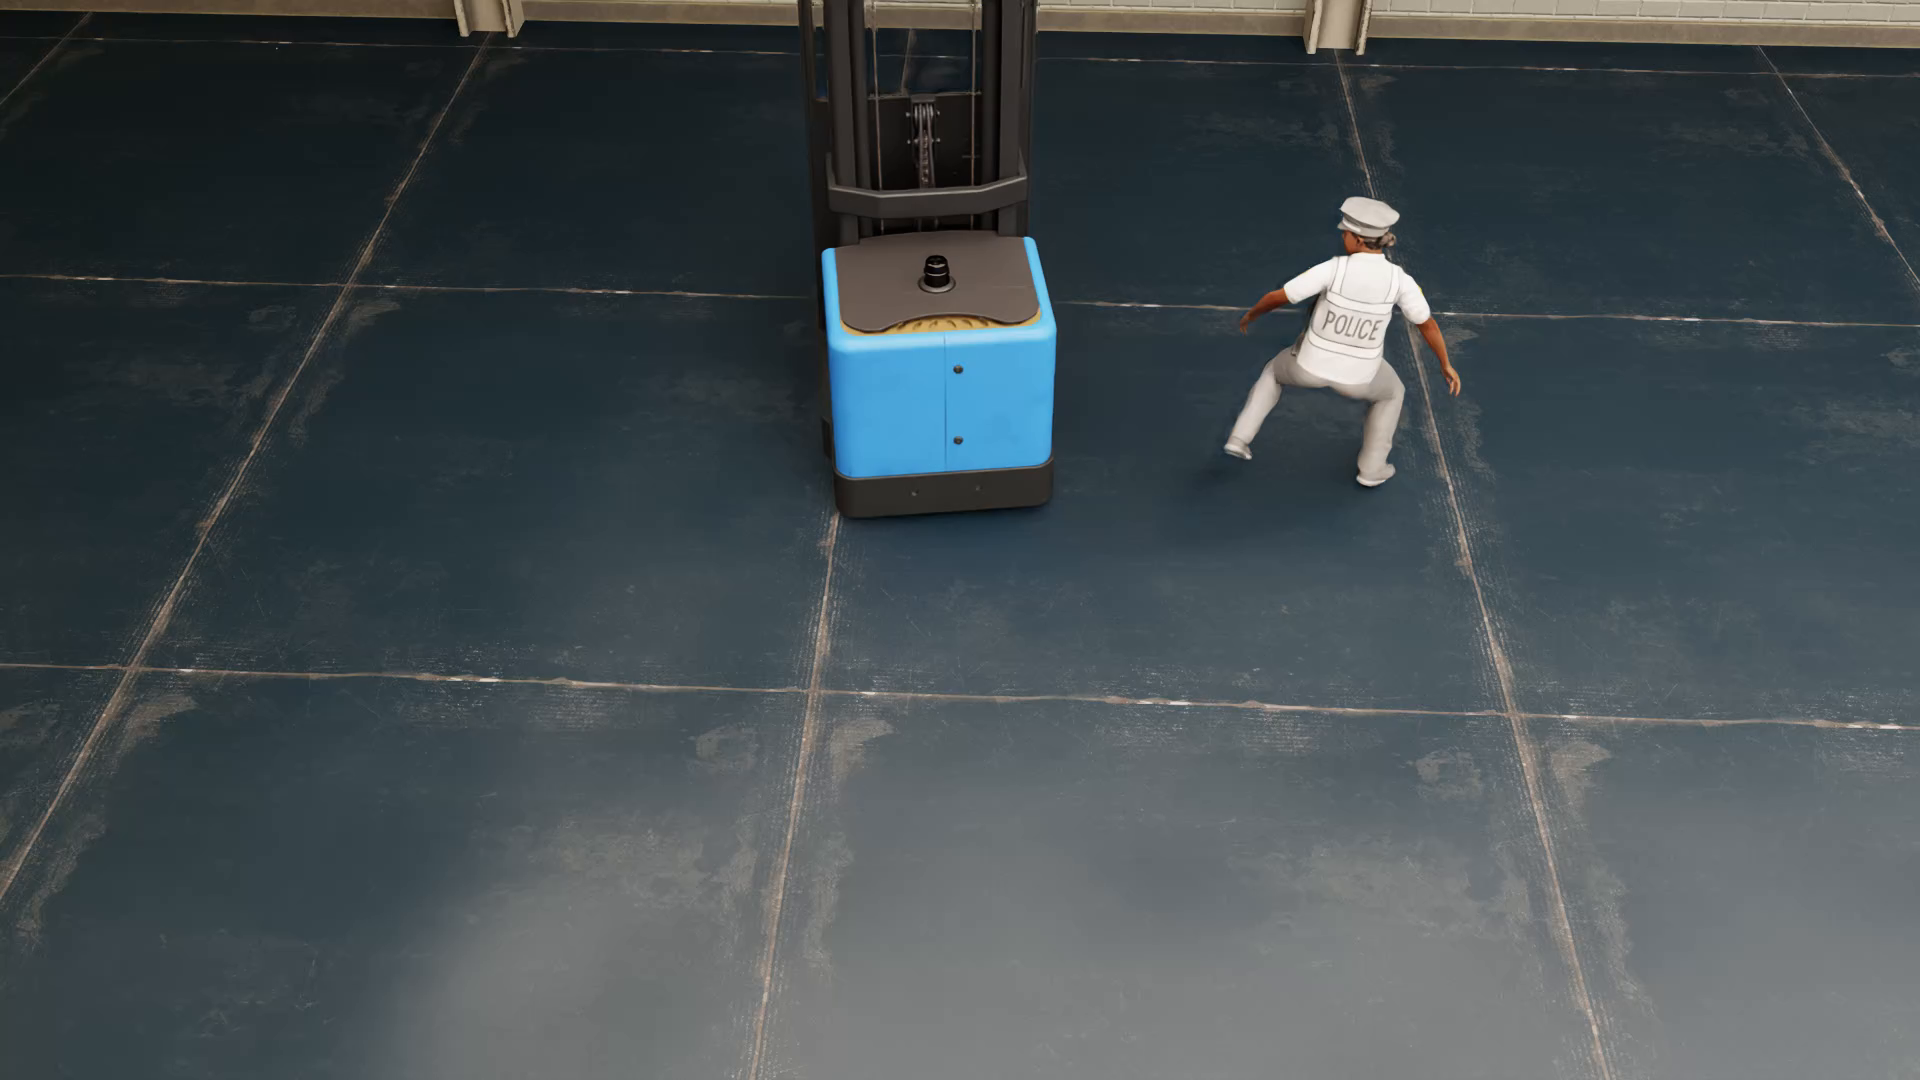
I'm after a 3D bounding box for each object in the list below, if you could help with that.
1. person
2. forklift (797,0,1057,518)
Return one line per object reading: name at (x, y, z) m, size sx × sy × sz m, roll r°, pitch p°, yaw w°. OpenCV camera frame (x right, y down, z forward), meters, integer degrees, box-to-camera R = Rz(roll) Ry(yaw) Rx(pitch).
person at (1.818, -0.863, 7.781) m, size 1.047 × 1.551 × 0.472 m, roll 11°, pitch 43°, yaw 11°
forklift at (-0.221, -2.179, 8.130) m, size 1.130 × 2.935 × 3.031 m, roll -4°, pitch 43°, yaw -4°
